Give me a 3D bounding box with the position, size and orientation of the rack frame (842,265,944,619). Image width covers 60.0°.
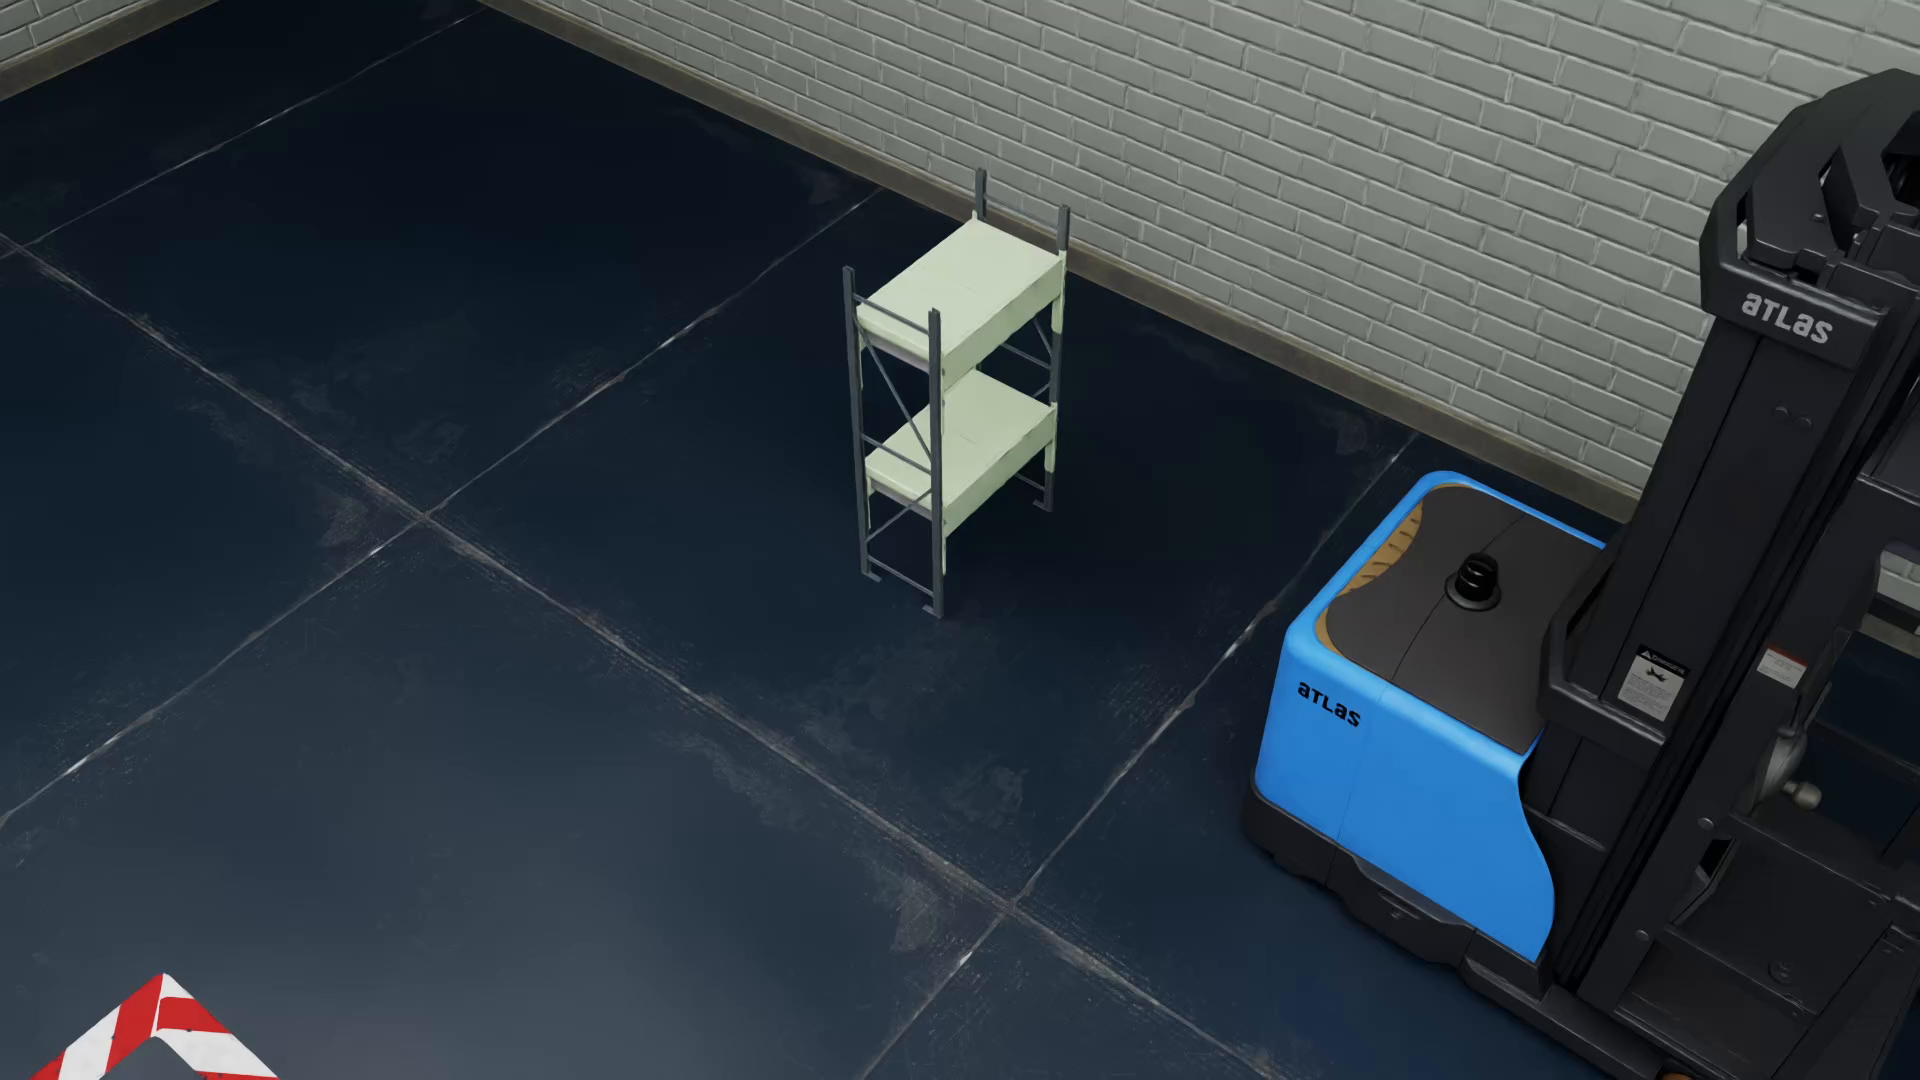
[{"bbox_3d":[-0.228,-0.305,6.004,0.400,1.500,0.023,29,53,25],"label":"rack frame"}]

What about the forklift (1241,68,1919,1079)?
[{"bbox_3d":[2.430,0.416,4.326,3.031,2.935,1.130,30,53,26],"label":"forklift"}]

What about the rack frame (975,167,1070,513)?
[{"bbox_3d":[0.220,-0.724,6.404,0.400,1.500,0.023,29,53,25],"label":"rack frame"}]

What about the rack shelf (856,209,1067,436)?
[{"bbox_3d":[-0.004,-0.784,5.922,0.431,0.370,0.720,29,53,25],"label":"rack shelf"}]

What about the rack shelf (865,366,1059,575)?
[{"bbox_3d":[-0.004,-0.289,6.440,0.431,0.370,0.720,29,53,25],"label":"rack shelf"}]

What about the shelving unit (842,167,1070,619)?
[{"bbox_3d":[-0.004,-0.514,6.204,0.431,1.500,0.755,29,53,25],"label":"shelving unit"}]
